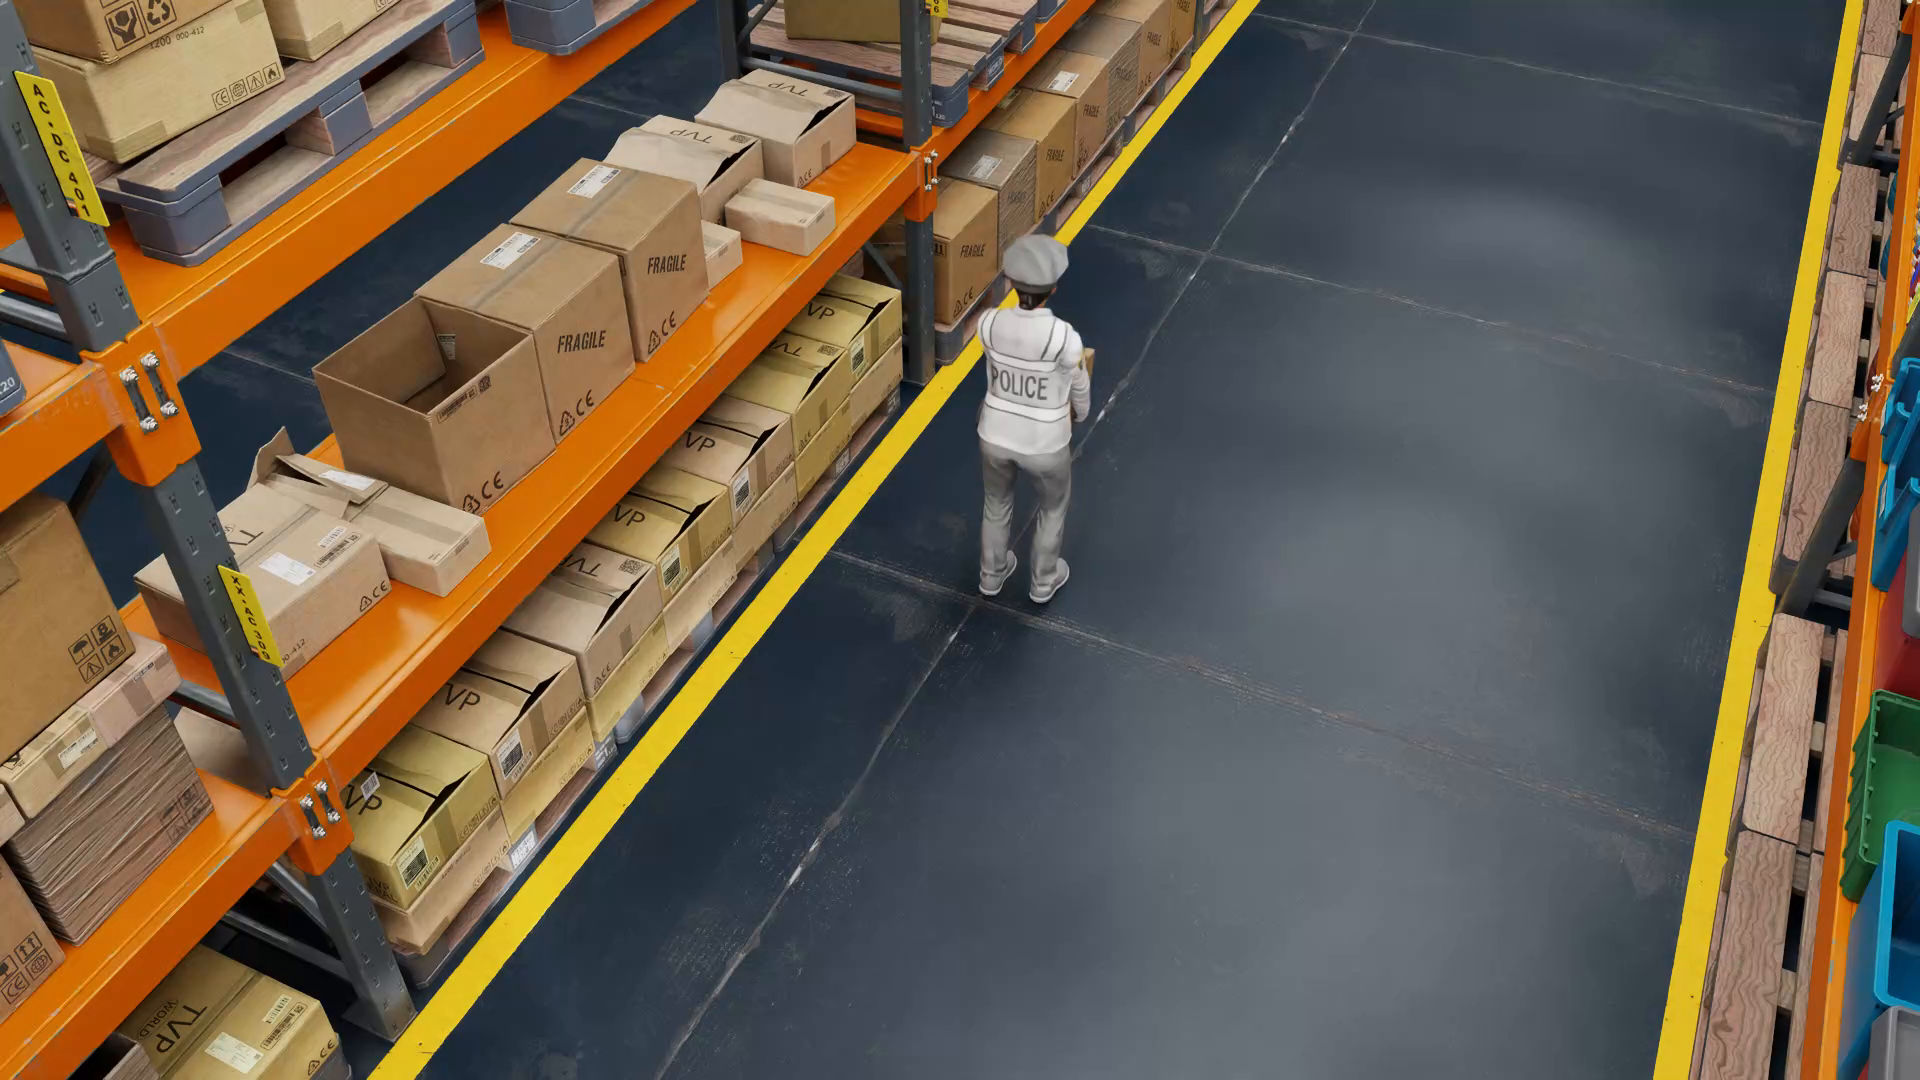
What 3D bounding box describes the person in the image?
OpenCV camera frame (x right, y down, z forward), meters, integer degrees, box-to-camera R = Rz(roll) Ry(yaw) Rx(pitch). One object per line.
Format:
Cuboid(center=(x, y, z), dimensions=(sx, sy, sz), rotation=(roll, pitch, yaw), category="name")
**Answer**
Cuboid(center=(0.285, -0.461, 6.674), dimensions=(0.417, 1.664, 0.541), rotation=(16, 45, 17), category="person")
